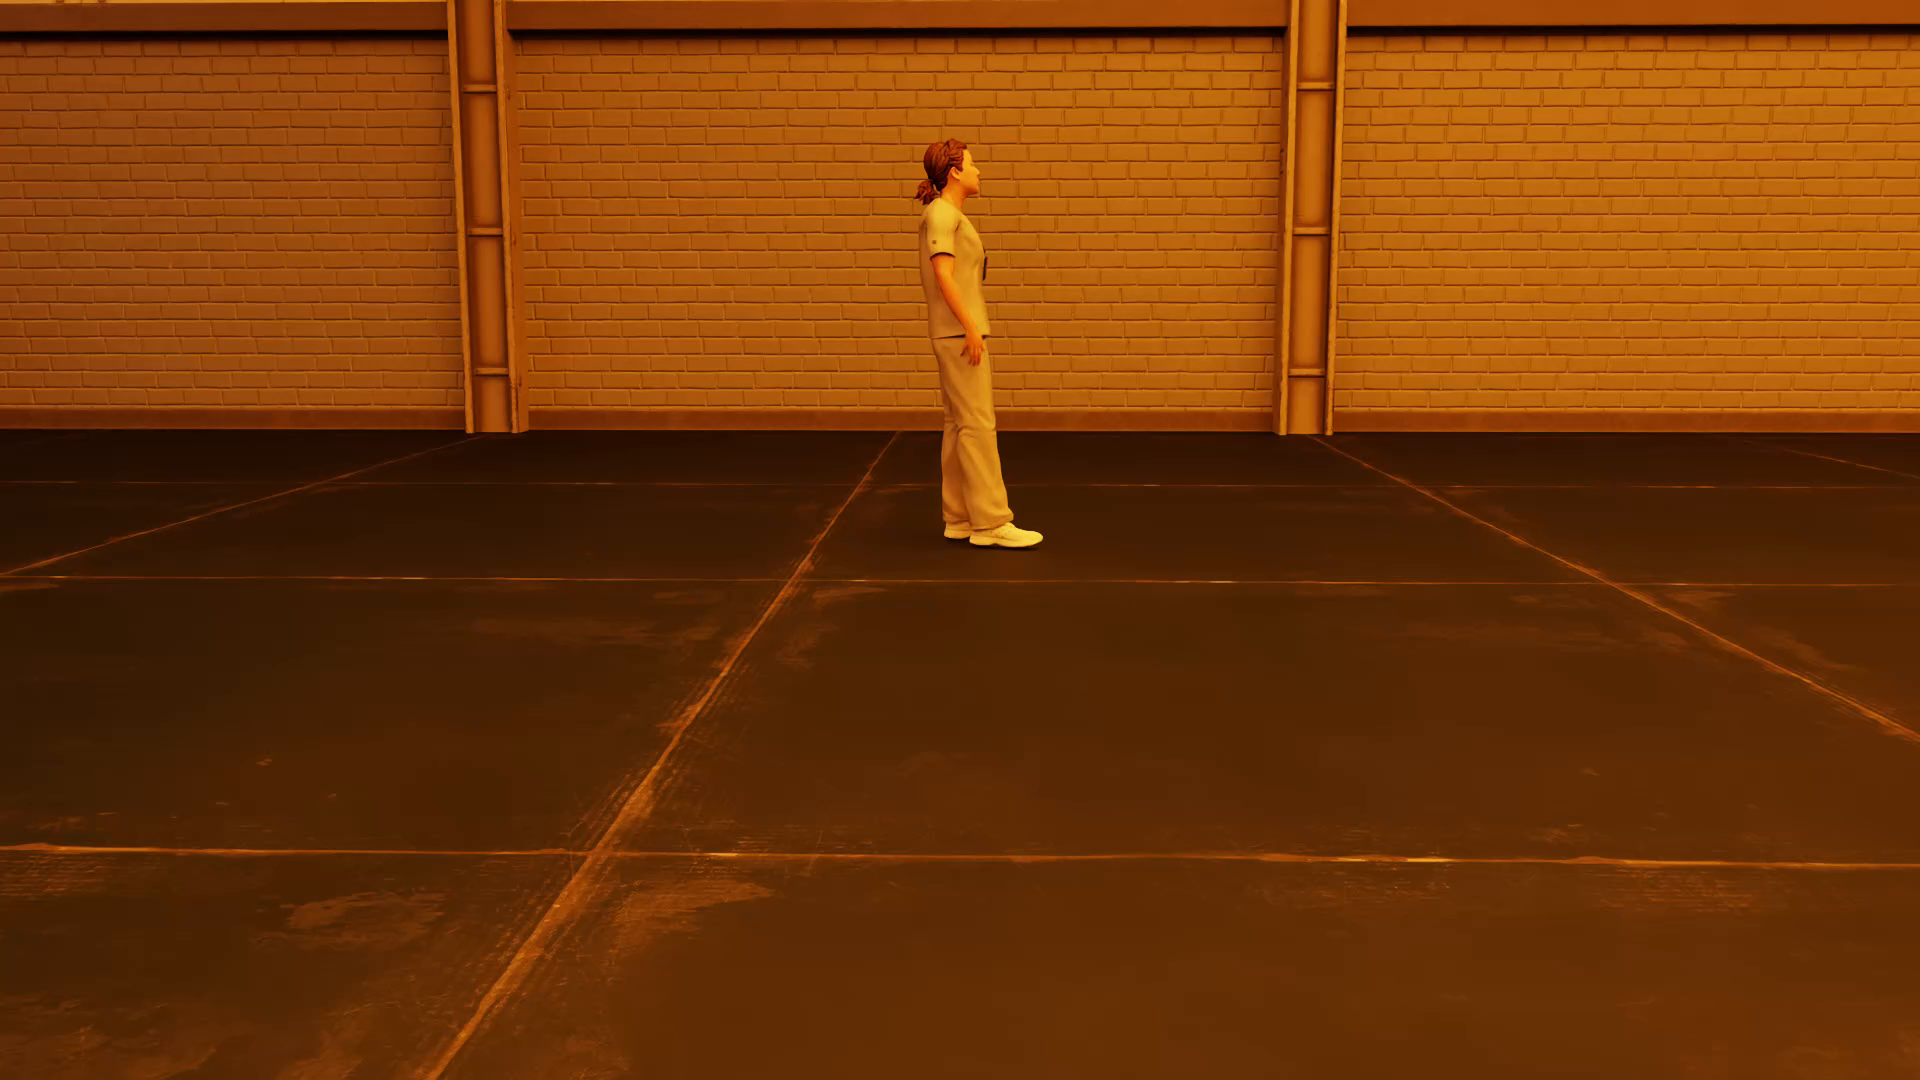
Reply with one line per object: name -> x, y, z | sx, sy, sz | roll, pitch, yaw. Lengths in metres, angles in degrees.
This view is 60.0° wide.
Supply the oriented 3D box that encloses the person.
person -> 0.074, -0.833, 6.984 | 0.548, 1.673, 0.549 | 0, 9, 1
